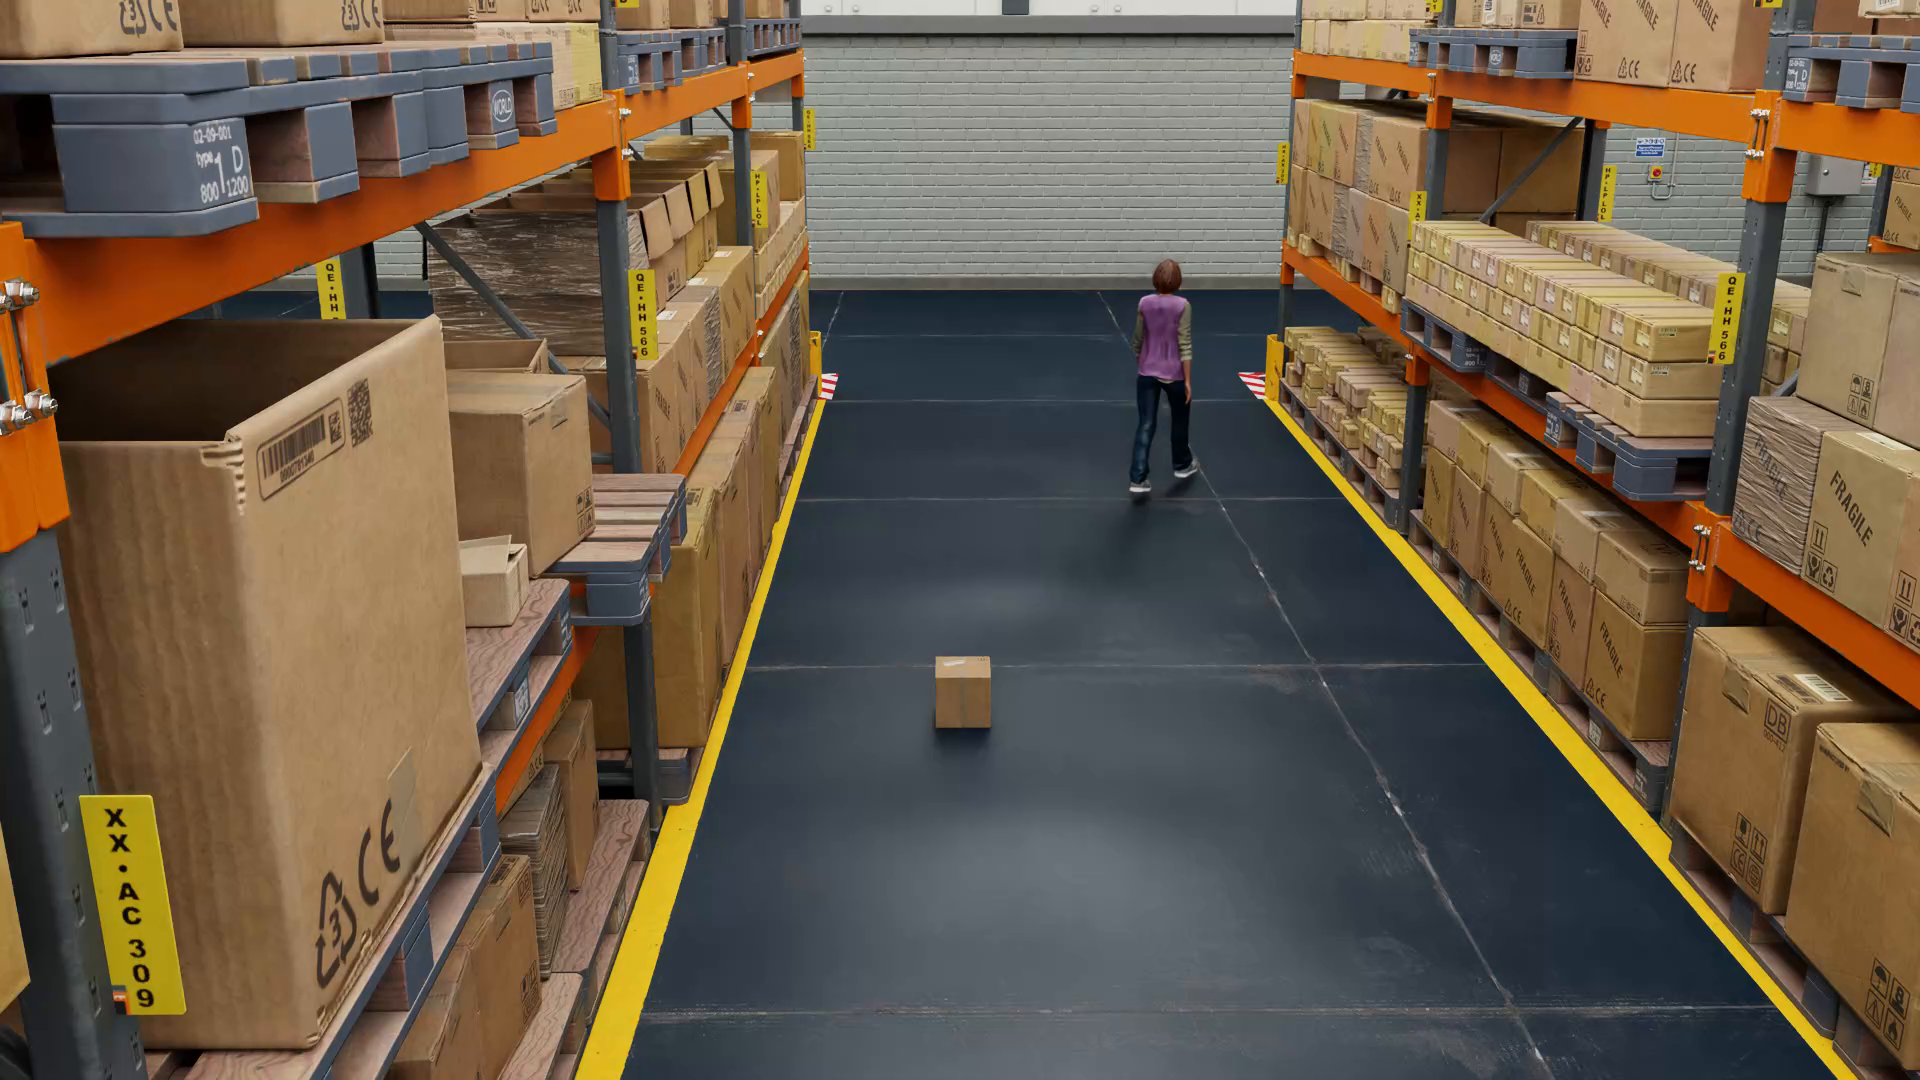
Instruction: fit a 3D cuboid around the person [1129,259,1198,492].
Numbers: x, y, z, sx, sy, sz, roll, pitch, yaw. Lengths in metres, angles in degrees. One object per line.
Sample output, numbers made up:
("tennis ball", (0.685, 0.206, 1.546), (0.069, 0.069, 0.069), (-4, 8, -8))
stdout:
("person", (1.367, -1.120, 11.113), (0.449, 1.538, 0.927), (6, 19, 20))
